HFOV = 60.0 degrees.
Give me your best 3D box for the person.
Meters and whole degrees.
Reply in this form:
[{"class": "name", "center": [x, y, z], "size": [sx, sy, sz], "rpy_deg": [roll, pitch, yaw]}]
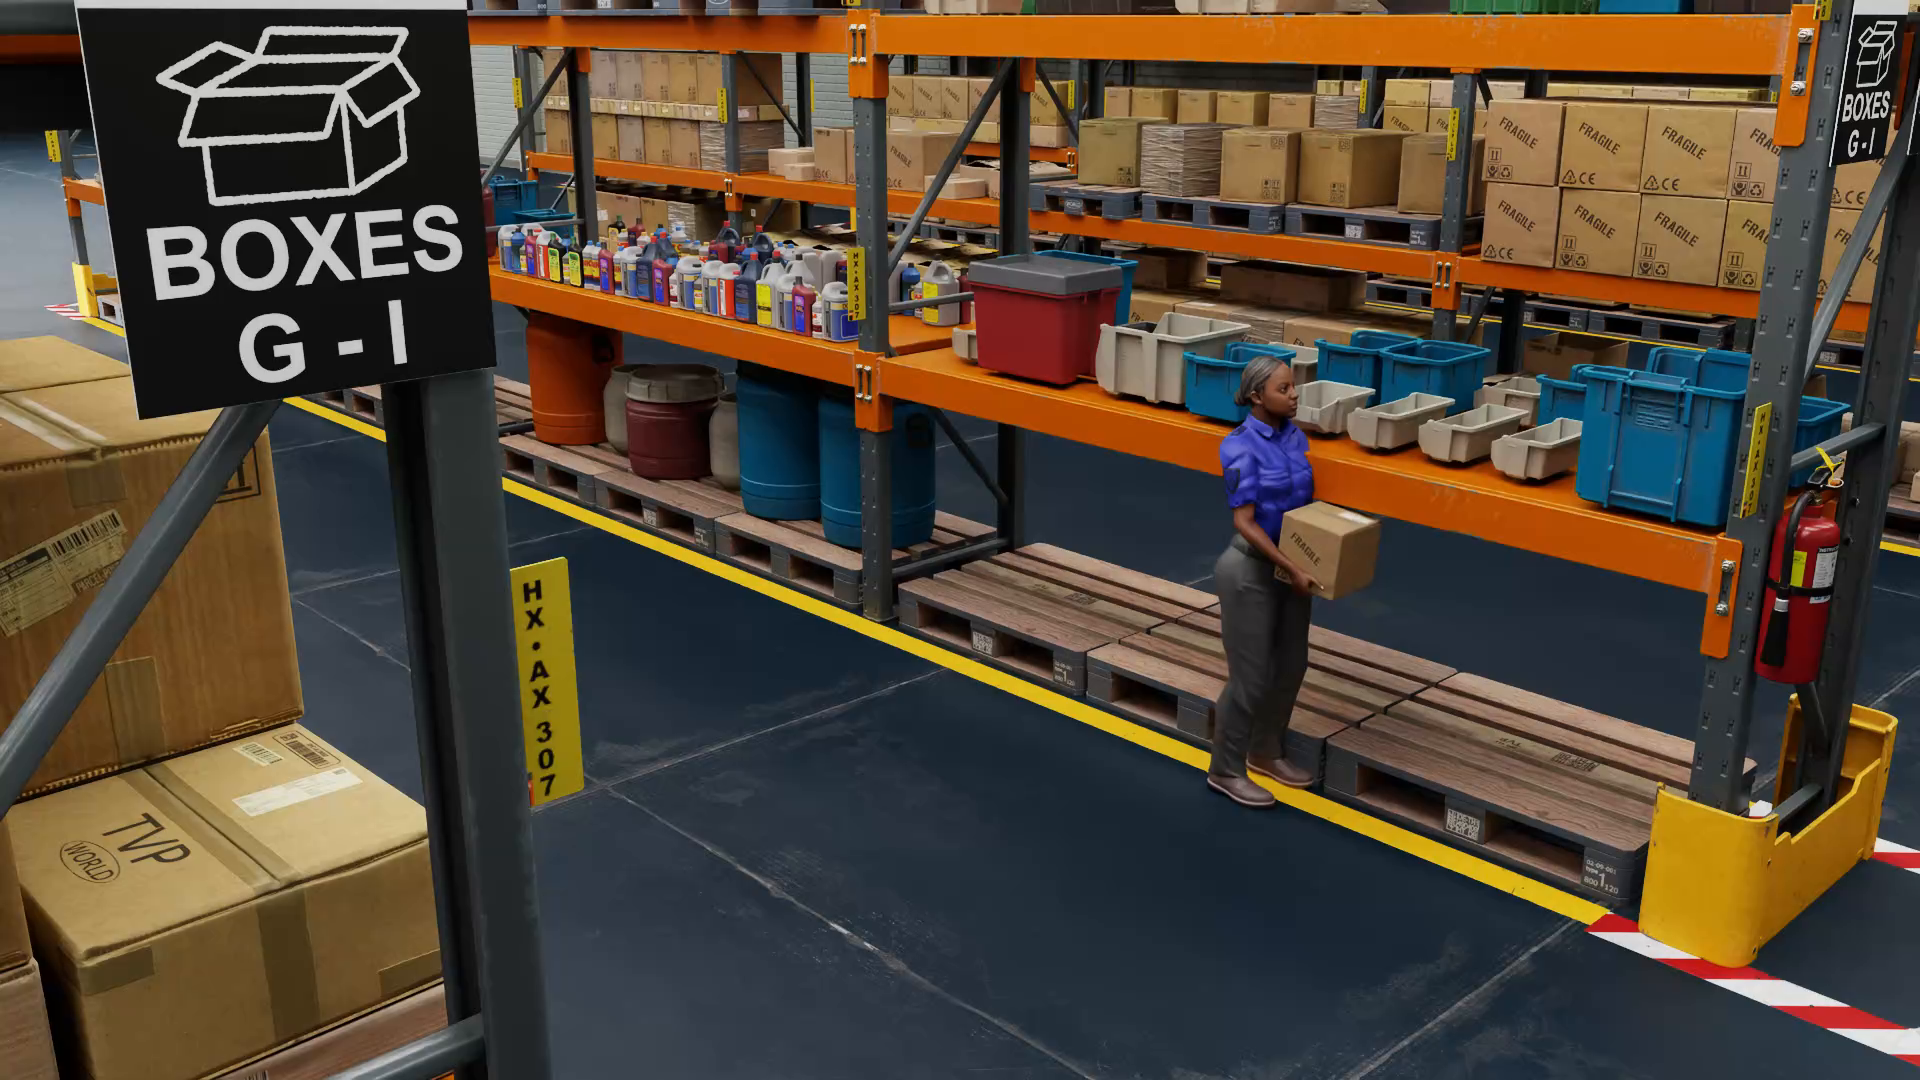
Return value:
[{"class": "person", "center": [1.180, 0.162, 6.055], "size": [0.449, 1.646, 0.519], "rpy_deg": [-16, 23, -41]}]
